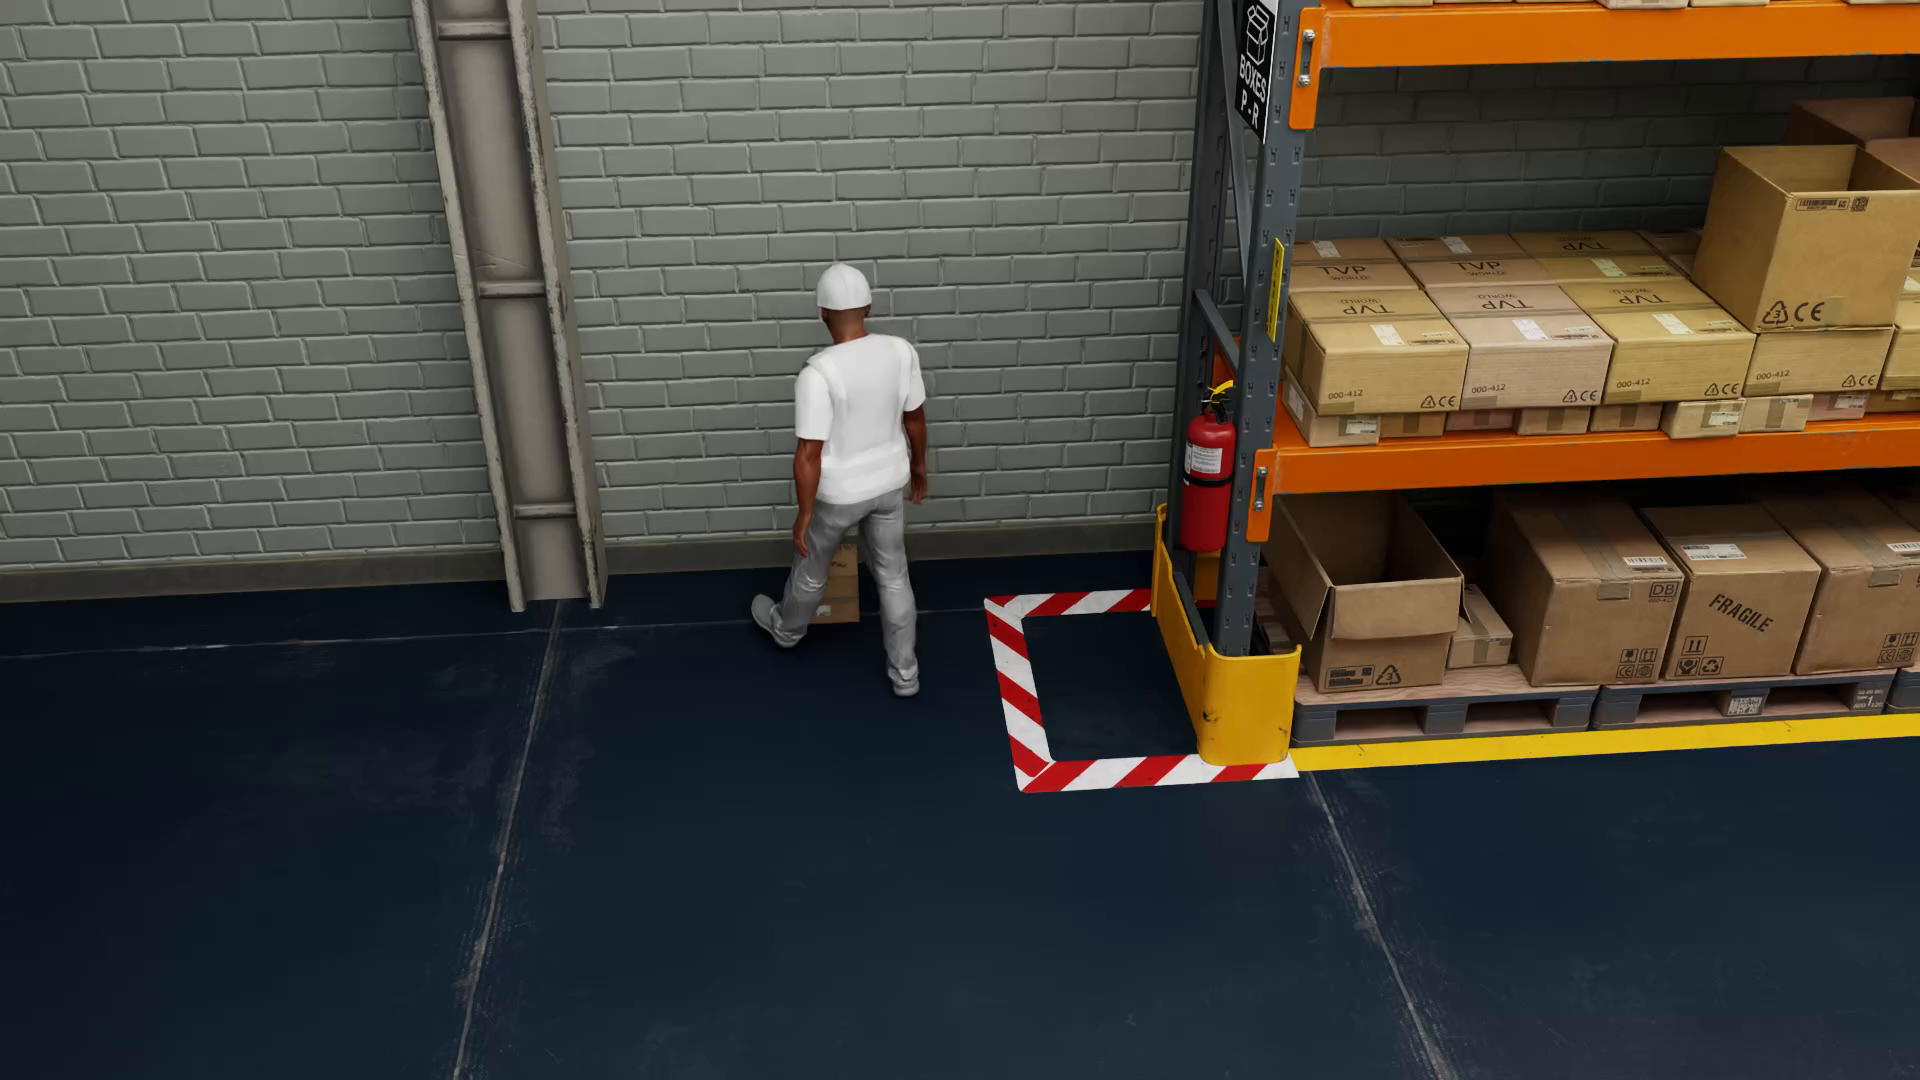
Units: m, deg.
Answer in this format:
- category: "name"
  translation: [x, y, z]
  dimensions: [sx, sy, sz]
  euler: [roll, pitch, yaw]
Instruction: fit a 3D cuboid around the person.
- category: "person"
  translation: [-0.475, -0.267, 6.552]
  dimensions: [0.664, 1.751, 0.869]
  euler: [-20, 36, -30]
